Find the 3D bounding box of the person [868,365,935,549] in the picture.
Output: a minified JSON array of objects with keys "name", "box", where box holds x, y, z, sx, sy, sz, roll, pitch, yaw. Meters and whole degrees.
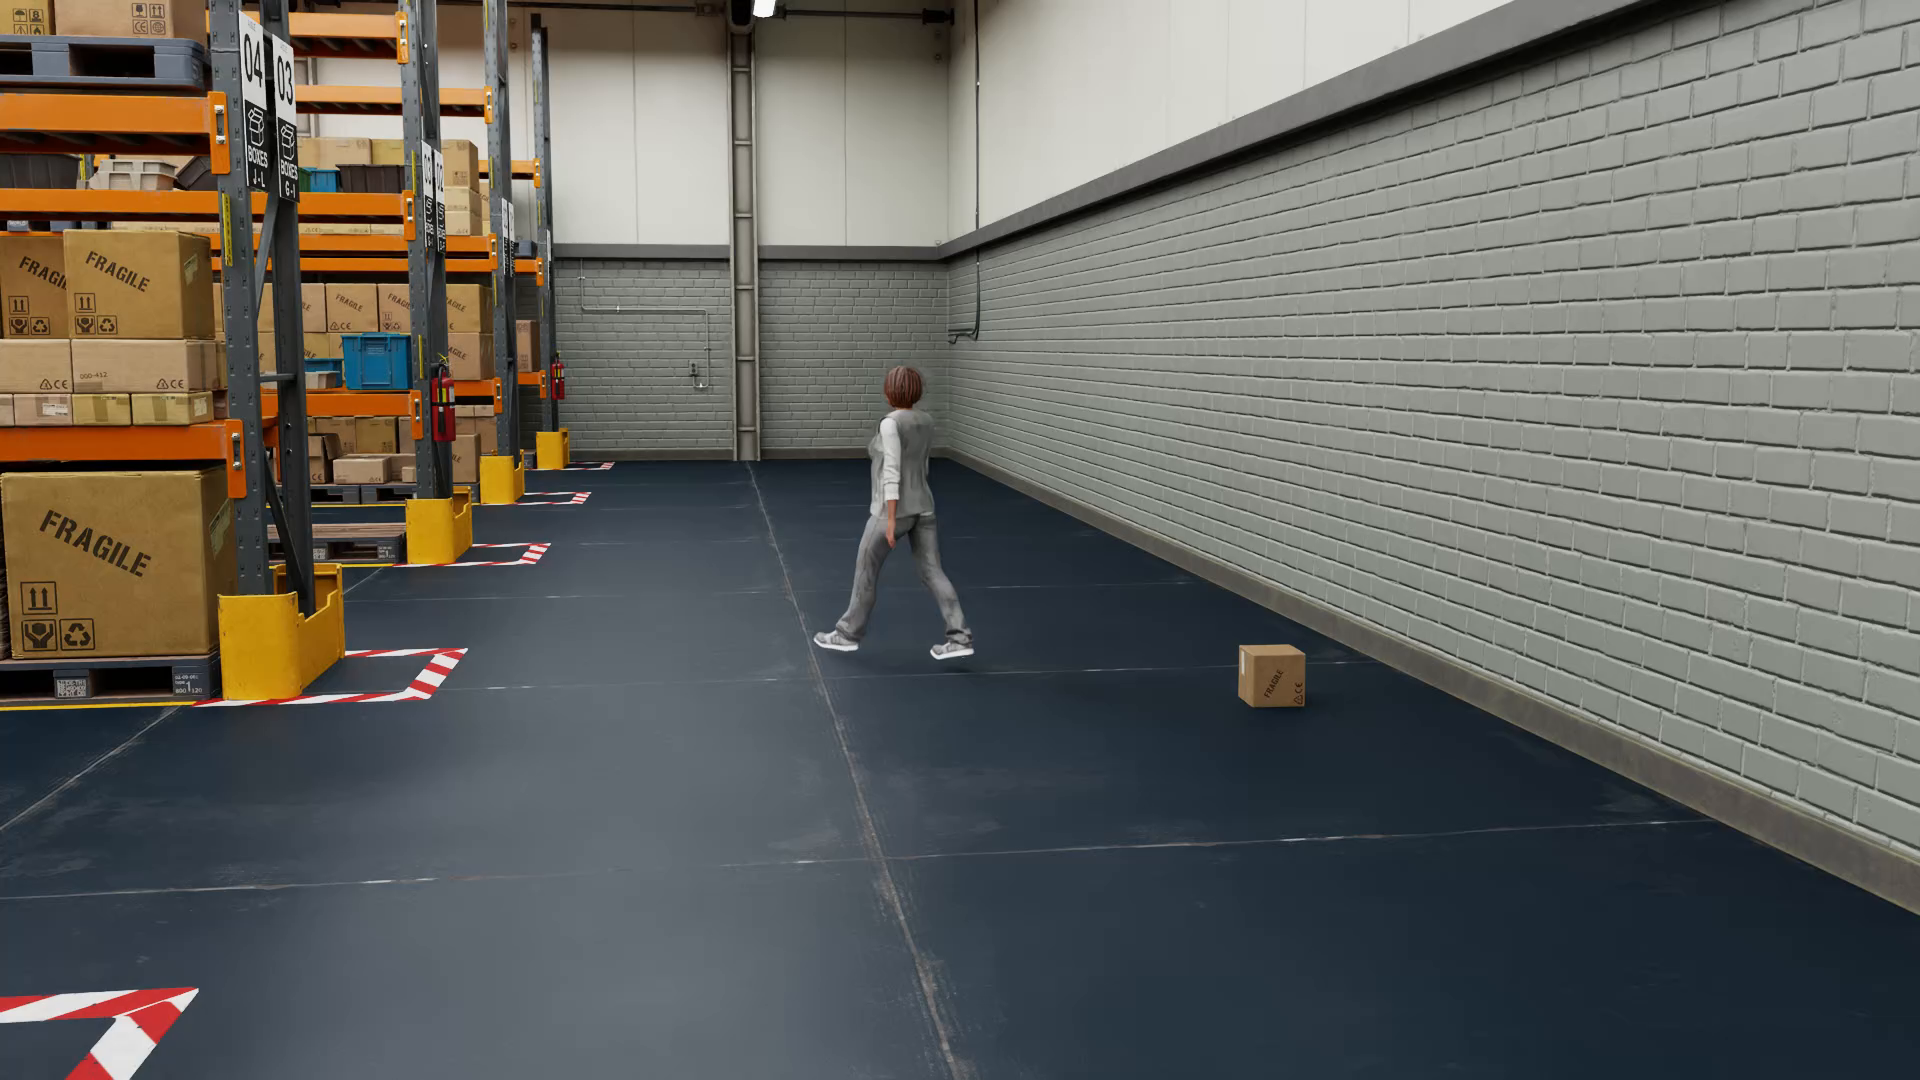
[{"name":"person","box":[-0.332,-0.448,8.699,0.419,0.933,0.446,6,9,44]}]
